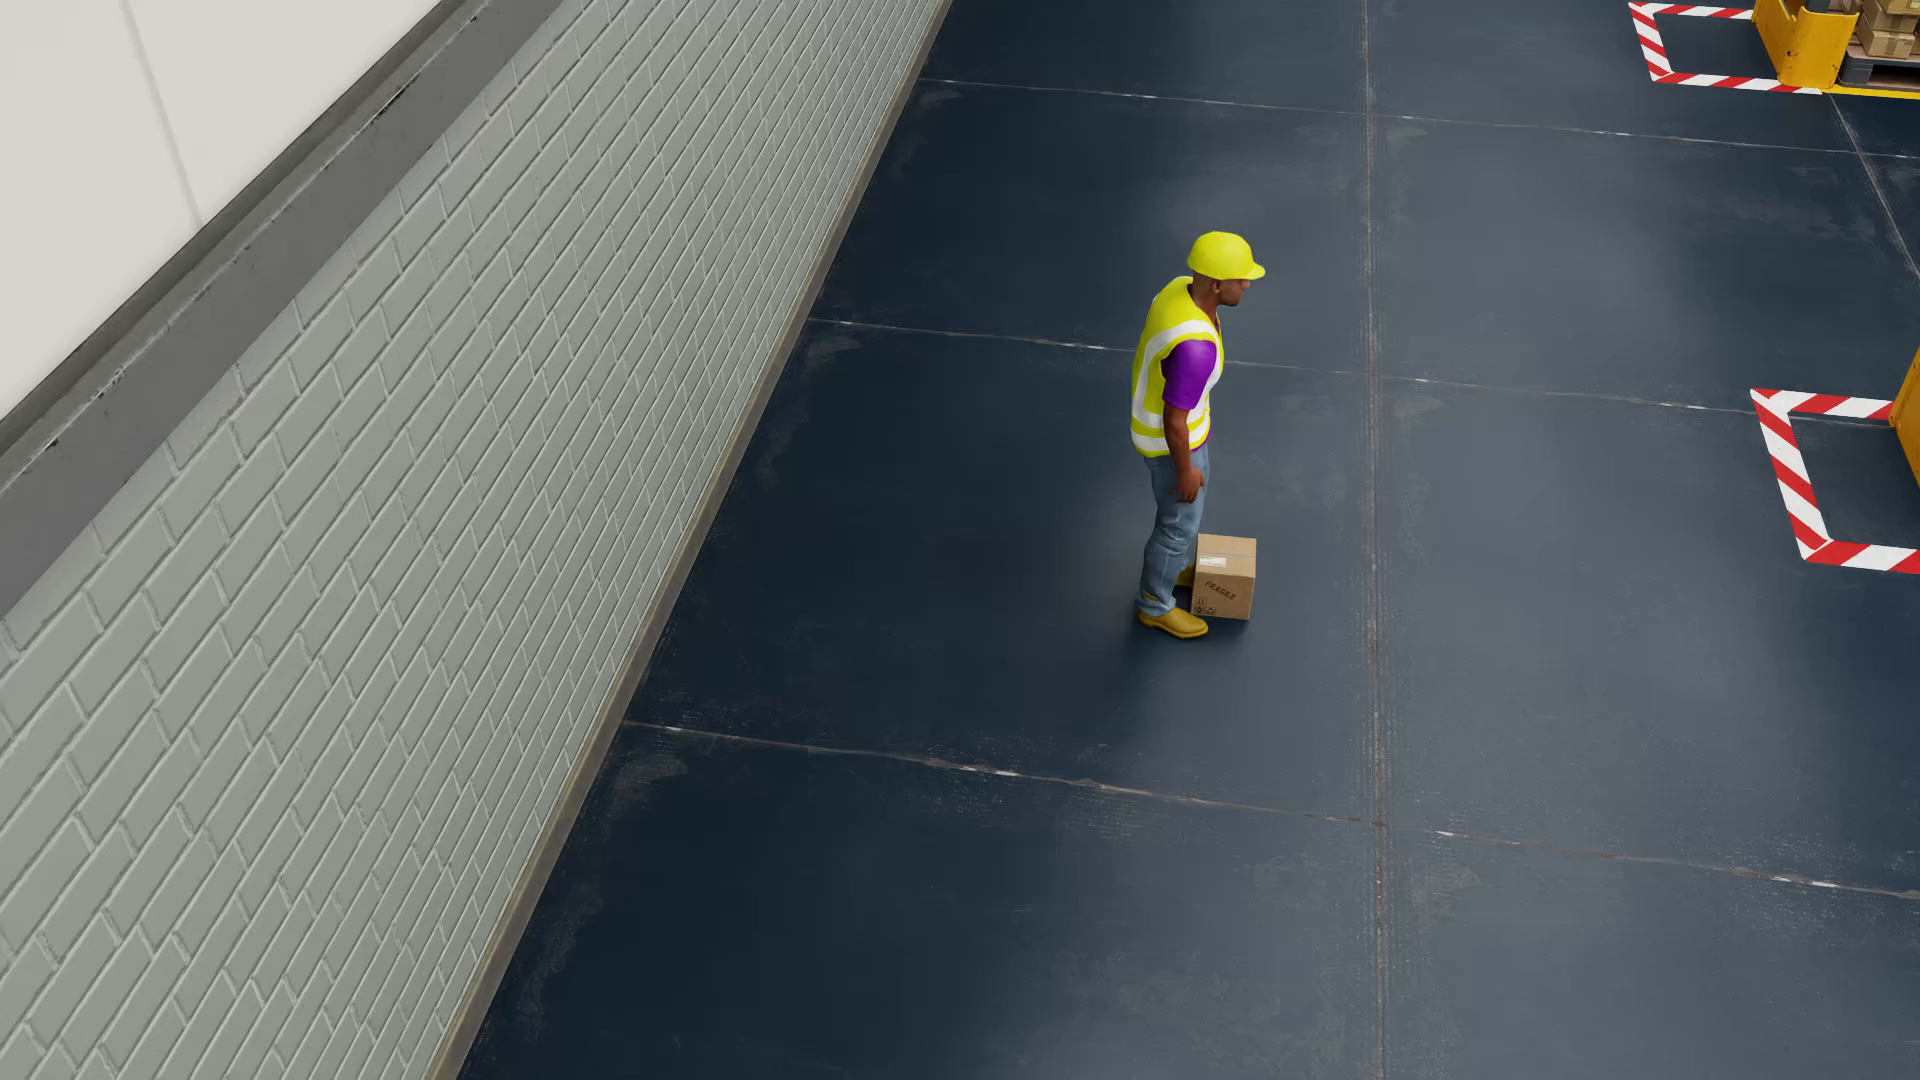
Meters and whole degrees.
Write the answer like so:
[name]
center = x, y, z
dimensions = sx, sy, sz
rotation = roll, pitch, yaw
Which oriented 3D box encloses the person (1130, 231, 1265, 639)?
[person]
center = 0.902, -0.440, 6.662
dimensions = 0.460, 1.759, 0.629
rotation = 4, 41, 5
